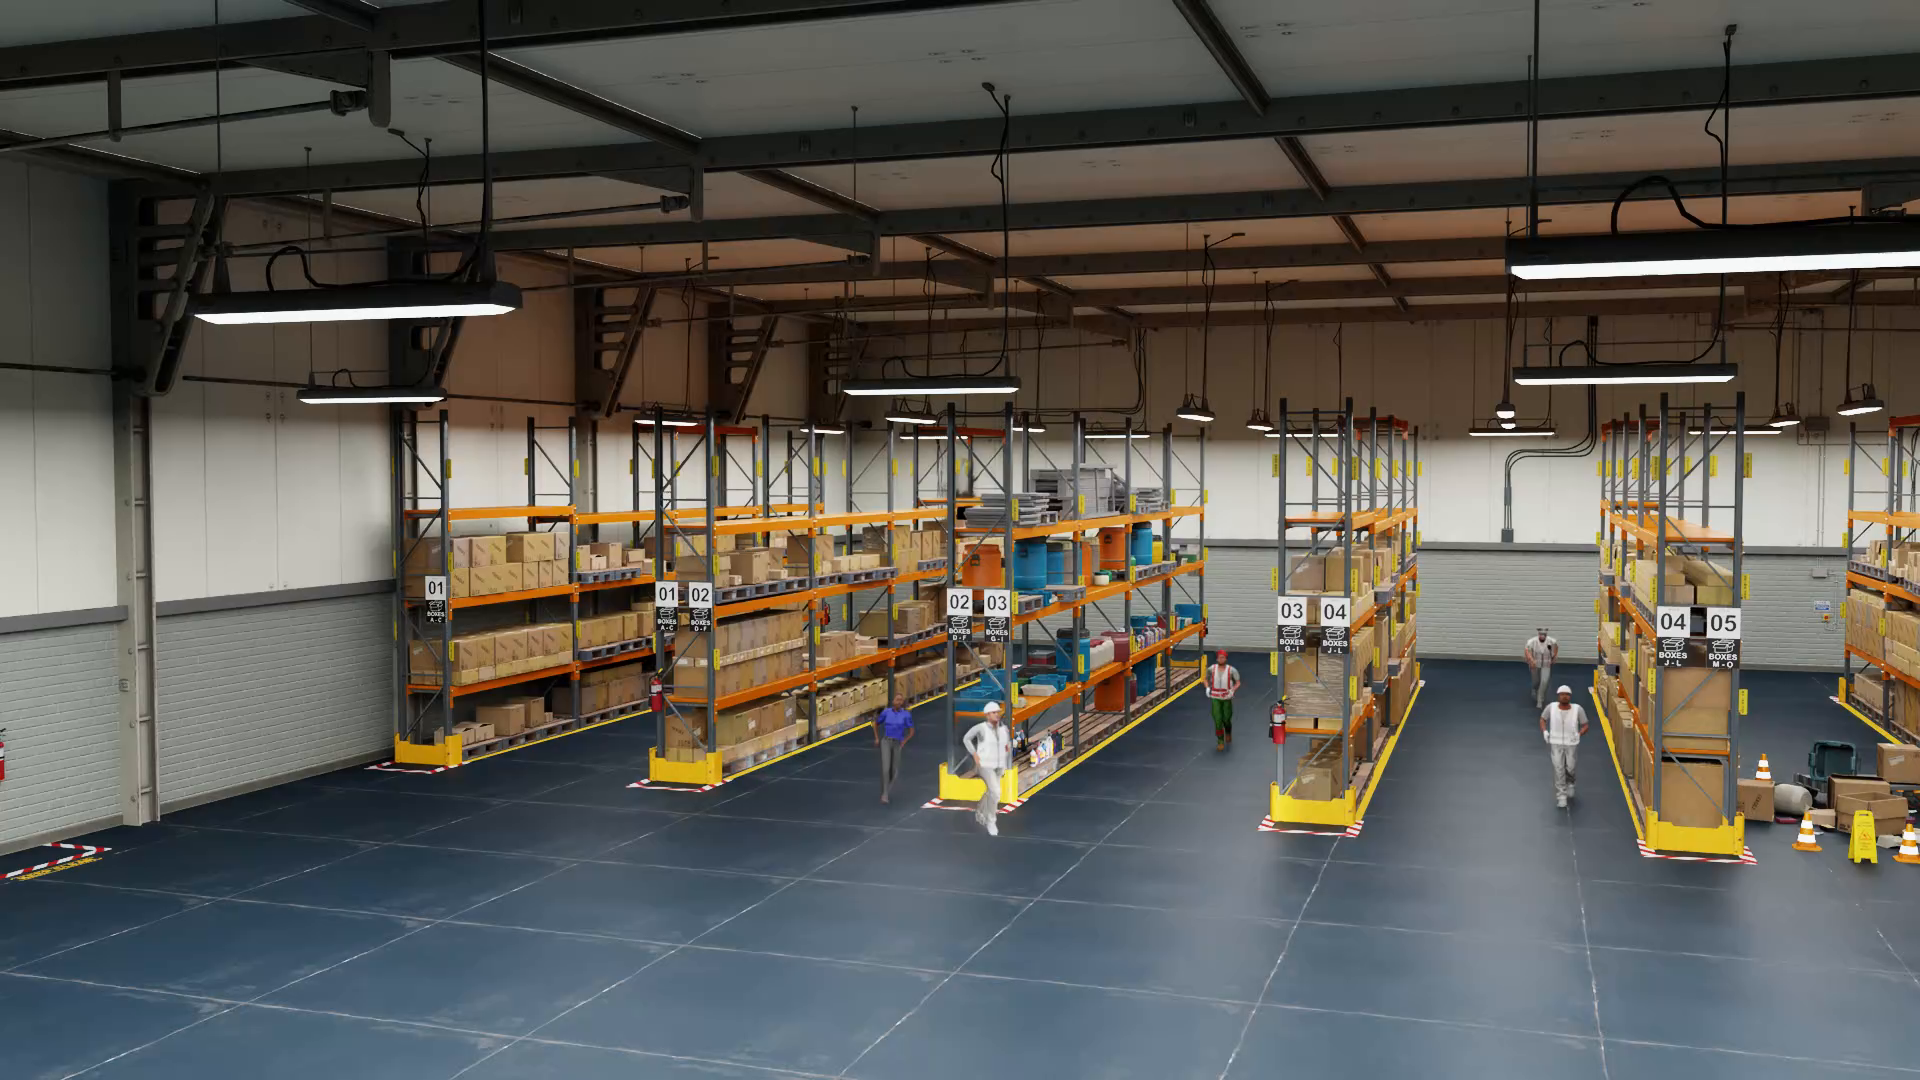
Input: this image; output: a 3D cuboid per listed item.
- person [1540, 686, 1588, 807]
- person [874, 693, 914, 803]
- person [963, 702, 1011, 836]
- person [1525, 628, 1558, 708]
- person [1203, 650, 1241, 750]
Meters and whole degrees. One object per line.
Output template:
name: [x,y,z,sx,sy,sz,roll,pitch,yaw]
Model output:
person: [9.020,3.053,24.852,0.688,1.770,0.798,1,3,21]
person: [-0.999,3.126,25.184,0.616,1.635,0.659,0,2,-2]
person: [0.418,3.134,22.925,0.645,1.814,0.732,-2,3,-37]
person: [12.289,2.677,35.206,0.674,1.730,0.955,0,2,9]
person: [4.683,2.845,29.784,0.669,1.768,0.742,1,3,15]
